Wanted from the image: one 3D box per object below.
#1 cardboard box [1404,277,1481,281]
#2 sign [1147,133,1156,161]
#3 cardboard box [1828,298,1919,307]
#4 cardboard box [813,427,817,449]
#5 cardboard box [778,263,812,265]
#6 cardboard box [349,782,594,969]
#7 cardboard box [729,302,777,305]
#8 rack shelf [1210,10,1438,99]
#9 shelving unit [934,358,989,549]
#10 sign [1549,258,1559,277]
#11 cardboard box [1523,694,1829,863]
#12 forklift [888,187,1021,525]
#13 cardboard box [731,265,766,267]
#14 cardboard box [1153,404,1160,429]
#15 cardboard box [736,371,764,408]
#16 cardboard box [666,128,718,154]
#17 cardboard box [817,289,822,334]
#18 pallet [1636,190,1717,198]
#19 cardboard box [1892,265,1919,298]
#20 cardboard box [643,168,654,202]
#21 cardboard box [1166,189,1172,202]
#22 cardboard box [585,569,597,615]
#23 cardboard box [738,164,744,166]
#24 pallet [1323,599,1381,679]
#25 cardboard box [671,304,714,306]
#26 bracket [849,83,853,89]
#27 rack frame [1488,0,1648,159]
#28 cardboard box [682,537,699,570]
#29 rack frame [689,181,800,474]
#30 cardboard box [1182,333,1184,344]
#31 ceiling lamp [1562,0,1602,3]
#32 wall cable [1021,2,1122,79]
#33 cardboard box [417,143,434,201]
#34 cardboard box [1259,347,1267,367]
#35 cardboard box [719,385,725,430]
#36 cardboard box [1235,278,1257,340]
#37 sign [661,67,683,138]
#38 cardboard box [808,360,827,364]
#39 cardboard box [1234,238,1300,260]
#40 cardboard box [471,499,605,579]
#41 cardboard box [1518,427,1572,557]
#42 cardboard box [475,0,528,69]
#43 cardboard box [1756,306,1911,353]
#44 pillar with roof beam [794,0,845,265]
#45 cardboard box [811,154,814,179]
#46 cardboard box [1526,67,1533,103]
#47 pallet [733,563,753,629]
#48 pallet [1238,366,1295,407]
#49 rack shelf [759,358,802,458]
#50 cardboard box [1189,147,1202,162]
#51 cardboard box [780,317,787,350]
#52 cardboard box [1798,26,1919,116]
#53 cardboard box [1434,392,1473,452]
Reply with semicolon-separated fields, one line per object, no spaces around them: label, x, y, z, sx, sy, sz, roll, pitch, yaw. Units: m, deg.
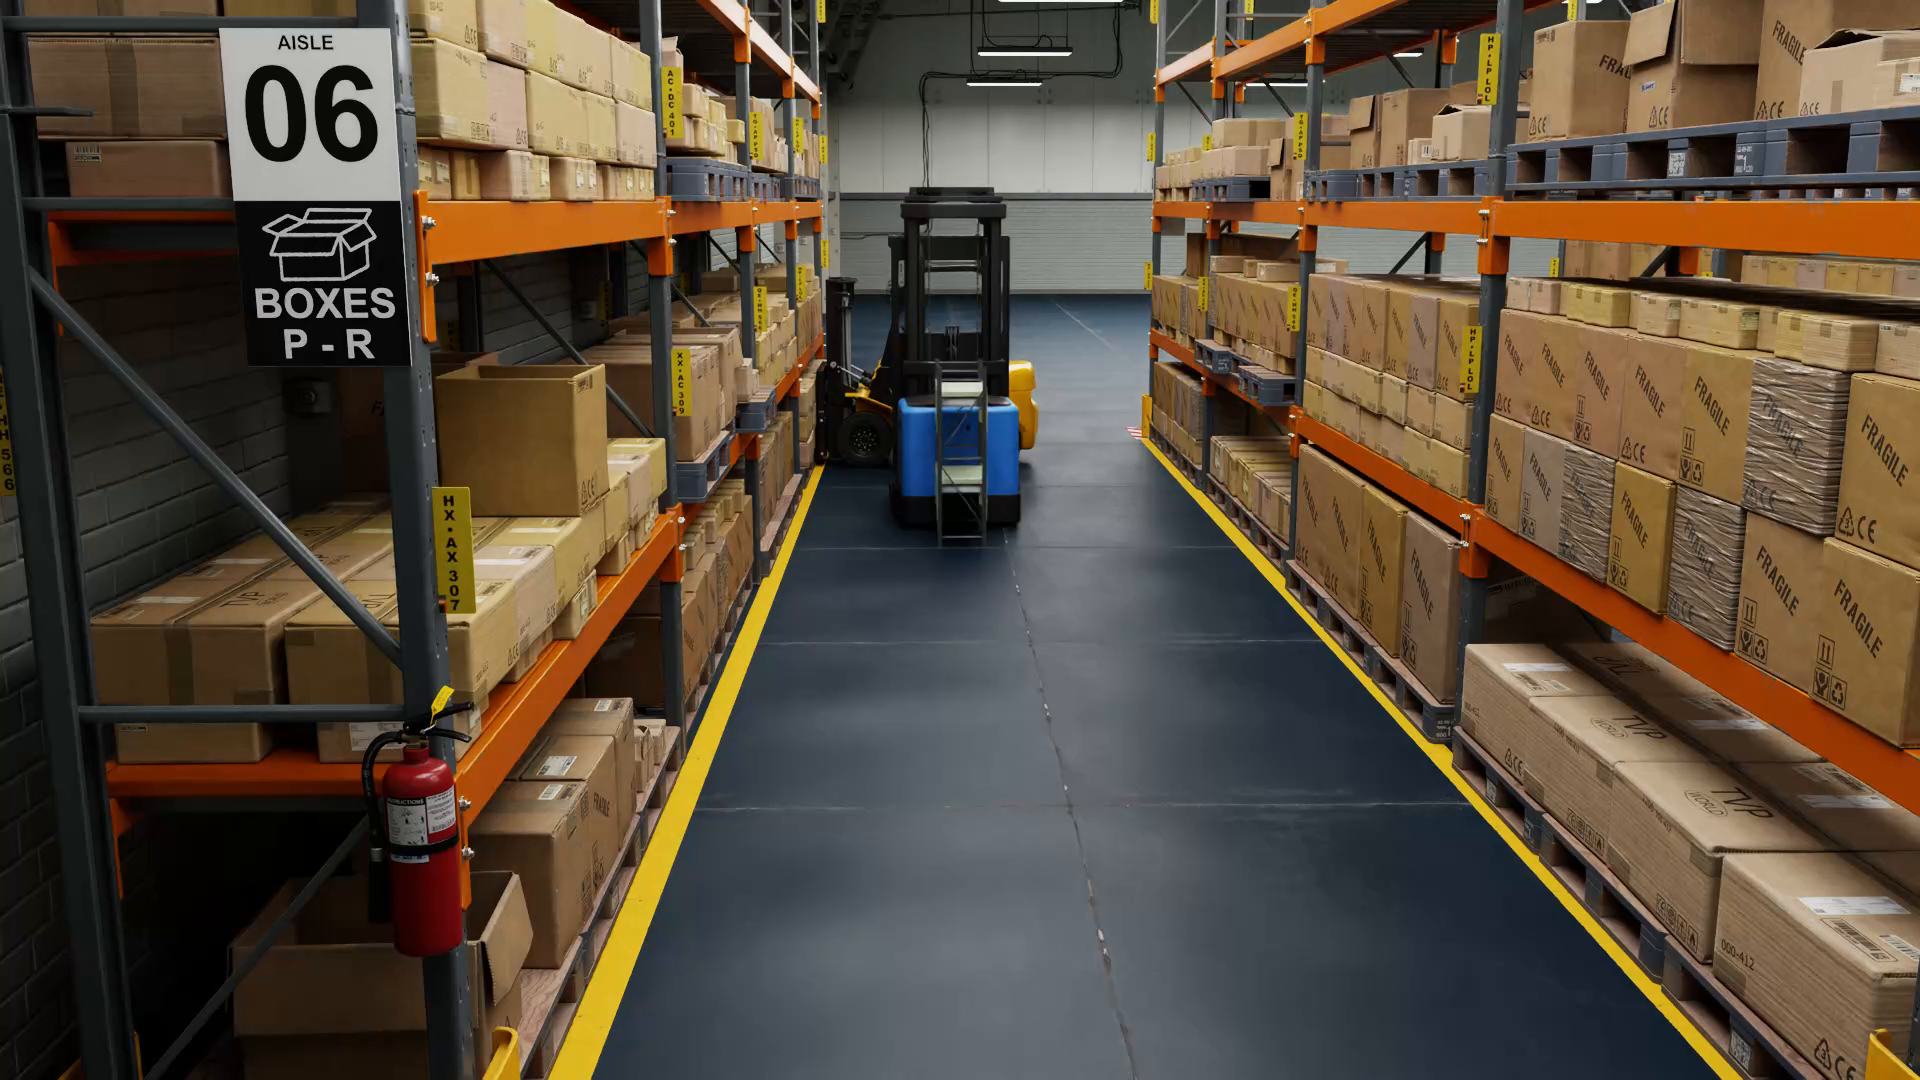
cardboard box;3.265;-1.492;11.105;0.500;0.500;0.500;0;11;0
sign;2.266;-4.644;19.661;0.100;0.325;0.005;0;11;-1
cardboard box;3.418;-0.804;6.080;0.380;0.149;0.250;-1;11;-3
cardboard box;-1.803;-1.090;17.746;0.500;0.250;0.500;0;11;0
cardboard box;-1.936;-3.169;19.502;0.380;0.149;0.250;0;11;-1
cardboard box;-1.720;1.181;5.922;0.700;0.500;0.500;0;11;1
cardboard box;-1.787;-1.977;14.377;0.380;0.149;0.250;0;11;-1
rack shelf;2.932;-3.946;13.693;1.077;0.370;4.000;0;11;-1
shelving unit;0.004;-0.734;13.903;0.431;1.500;0.755;0;11;-2
sign;7.200;-3.250;20.157;0.100;0.325;0.005;0;11;-1
cardboard box;2.981;0.991;7.017;0.875;0.438;0.875;-1;11;-3
forklift;-0.108;-1.815;15.632;1.130;2.935;3.031;-1;12;-4
cardboard box;-2.379;-3.017;18.757;0.380;0.149;0.250;0;11;-1
cardboard box;2.548;-1.444;19.493;0.500;0.250;0.500;0;11;-2
cardboard box;-1.754;-1.152;12.569;0.500;0.250;0.500;0;11;-1
cardboard box;-1.538;-2.207;9.172;0.380;0.149;0.250;0;11;-2
cardboard box;-1.882;-2.678;19.466;0.500;0.500;0.500;0;11;-2
pallet;7.809;-3.824;18.042;1.003;0.211;1.213;0;11;-1
cardboard box;7.909;-1.926;13.244;0.700;0.500;0.500;0;11;-2
cardboard box;-1.603;-1.618;7.575;0.380;0.149;0.250;0;11;-2
cardboard box;2.557;-3.922;18.936;0.380;0.149;0.250;0;11;0
cardboard box;-1.559;0.202;6.149;0.380;0.149;0.250;0;11;0
cardboard box;-1.736;-2.431;11.333;0.500;0.250;0.500;-1;11;-3
pallet;2.937;0.608;10.529;1.003;0.211;1.213;0;11;-1
cardboard box;-2.294;-1.924;14.115;0.380;0.149;0.250;0;11;-1
bracket;-3.363;-13.807;50.429;0.235;0.232;0.430;0;11;-1
rack frame;3.056;-3.302;7.702;1.000;3.000;0.127;0;11;-1
cardboard box;-1.735;0.078;9.729;0.380;0.149;0.250;0;11;-1
rack frame;-2.072;-1.931;16.033;1.000;3.000;0.127;0;11;-1
cardboard box;2.580;-2.145;17.718;0.380;0.149;0.250;0;11;-2
ceiling lamp;8.941;-9.921;25.646;2.000;3.185;0.800;0;11;-1
wall cable;3.399;-15.285;50.436;3.097;2.526;0.112;0;11;-1
cardboard box;-1.598;-0.957;4.319;0.380;0.149;0.250;0;11;0
cardboard box;2.606;-1.457;13.272;0.380;0.149;0.250;-1;11;-4
cardboard box;-1.551;-0.759;9.535;0.396;0.266;0.258;0;11;2
cardboard box;2.643;-1.958;14.113;0.500;0.500;0.500;-1;11;-3
sign;-1.364;-2.068;7.864;0.100;0.325;0.005;0;11;-1
cardboard box;-1.833;-1.984;19.640;0.500;0.250;0.500;0;11;1
cardboard box;3.099;-2.725;16.434;0.700;0.500;0.500;0;11;-2
cardboard box;-1.620;-0.012;6.202;0.500;0.250;0.500;-1;11;-3
cardboard box;2.811;-0.217;7.331;0.500;0.500;0.500;0;11;-1
cardboard box;-1.573;-1.523;4.851;0.500;0.250;0.500;0;11;-2
cardboard box;2.914;-0.698;5.558;0.380;0.149;0.250;0;11;-2
pillar with roof beam;0.891;-9.120;36.380;9.100;9.000;0.548;0;11;-1
cardboard box;-1.828;-4.171;18.562;0.396;0.266;0.258;0;11;-1
cardboard box;3.328;-2.263;8.818;0.500;0.500;0.500;0;11;-2
pallet;-2.011;0.379;11.659;1.003;0.211;1.213;0;11;-1
pallet;2.852;-1.204;12.933;1.213;0.211;1.003;0;11;-1
rack shelf;-2.030;-1.181;14.145;1.077;0.370;4.000;0;11;-1
cardboard box;2.532;-3.907;16.853;0.380;0.149;0.250;0;11;1
cardboard box;-1.783;-1.802;14.518;0.500;0.250;0.500;0;11;0
cardboard box;3.158;-1.546;5.506;0.500;0.311;0.500;0;11;0
cardboard box;2.804;-0.620;8.691;0.500;0.250;0.500;0;11;-1
